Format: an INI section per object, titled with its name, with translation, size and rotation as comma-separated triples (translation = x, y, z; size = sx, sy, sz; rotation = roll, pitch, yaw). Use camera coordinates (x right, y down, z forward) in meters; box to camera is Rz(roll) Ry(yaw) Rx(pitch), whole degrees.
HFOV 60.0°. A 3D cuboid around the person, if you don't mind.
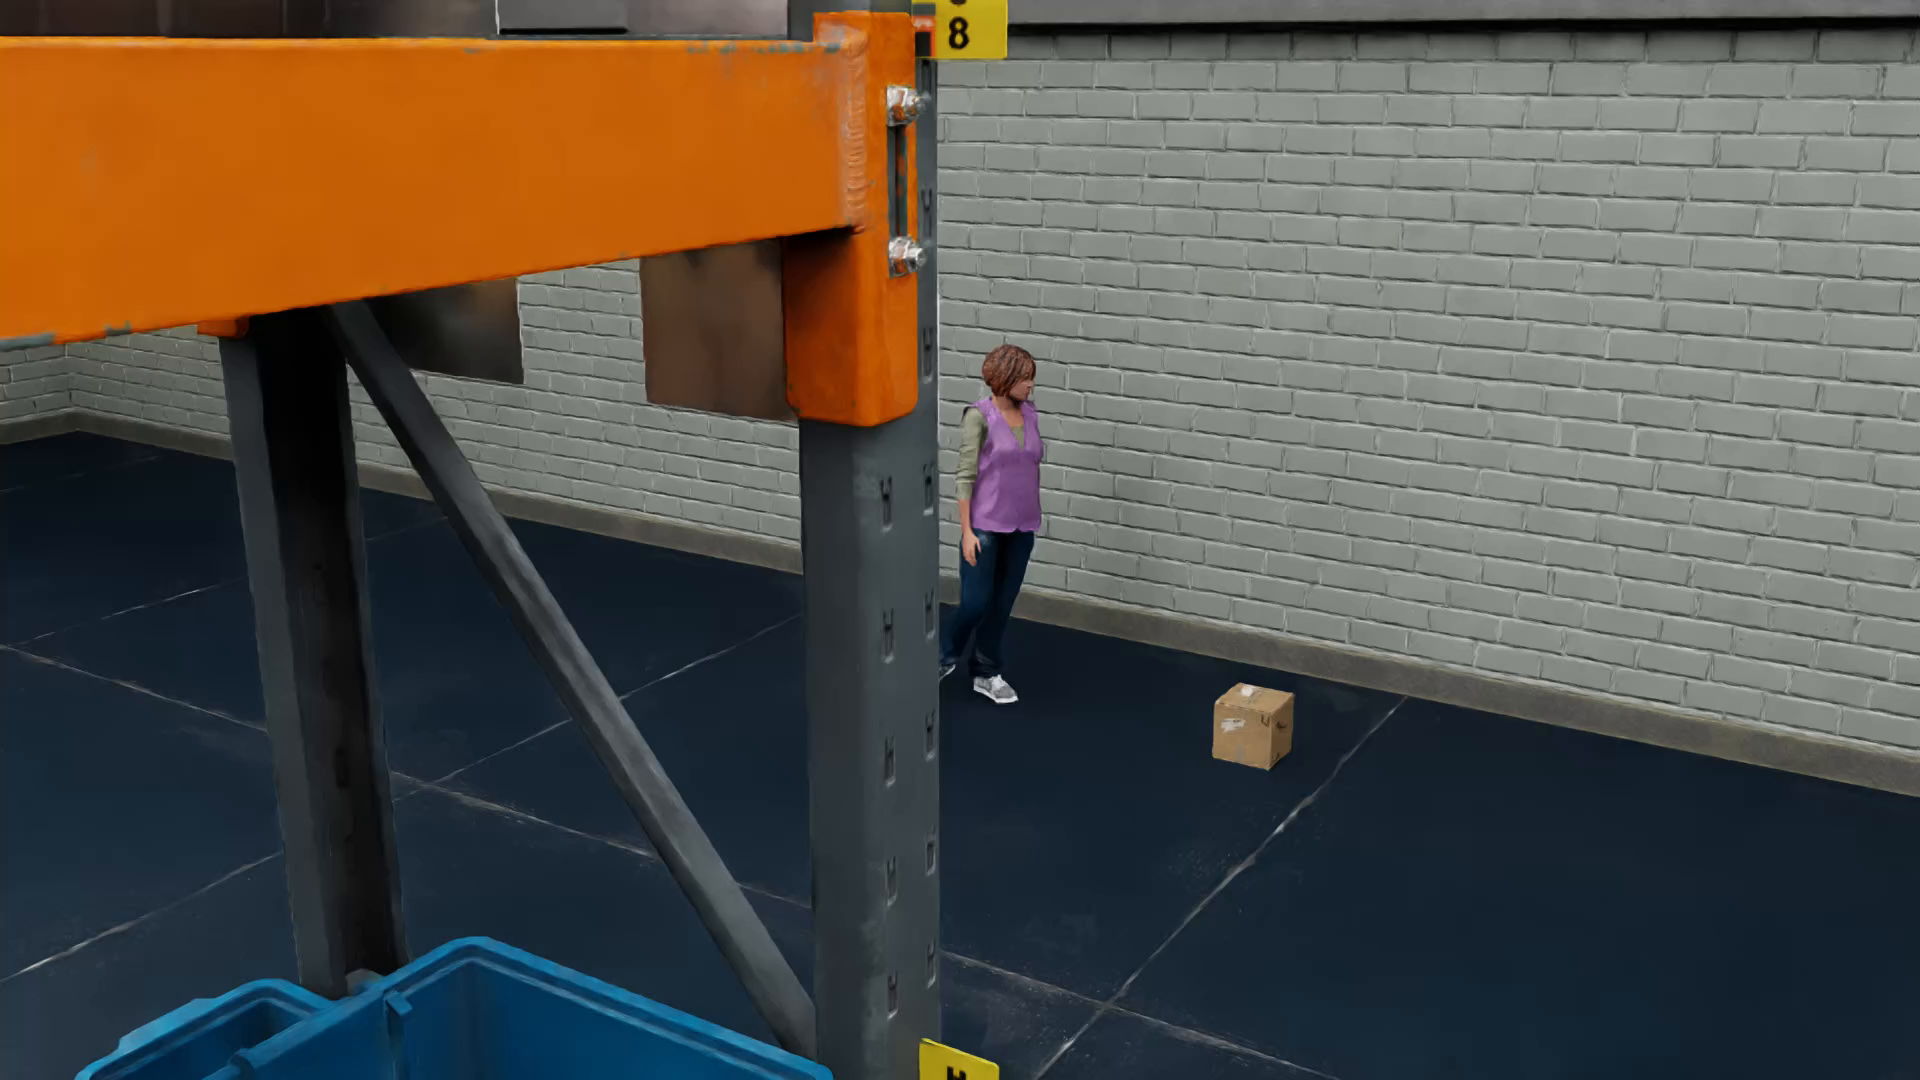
[person]
translation = 0.097, -0.055, 7.185
size = 0.580, 1.590, 0.420
rotation = -10, 19, -32
